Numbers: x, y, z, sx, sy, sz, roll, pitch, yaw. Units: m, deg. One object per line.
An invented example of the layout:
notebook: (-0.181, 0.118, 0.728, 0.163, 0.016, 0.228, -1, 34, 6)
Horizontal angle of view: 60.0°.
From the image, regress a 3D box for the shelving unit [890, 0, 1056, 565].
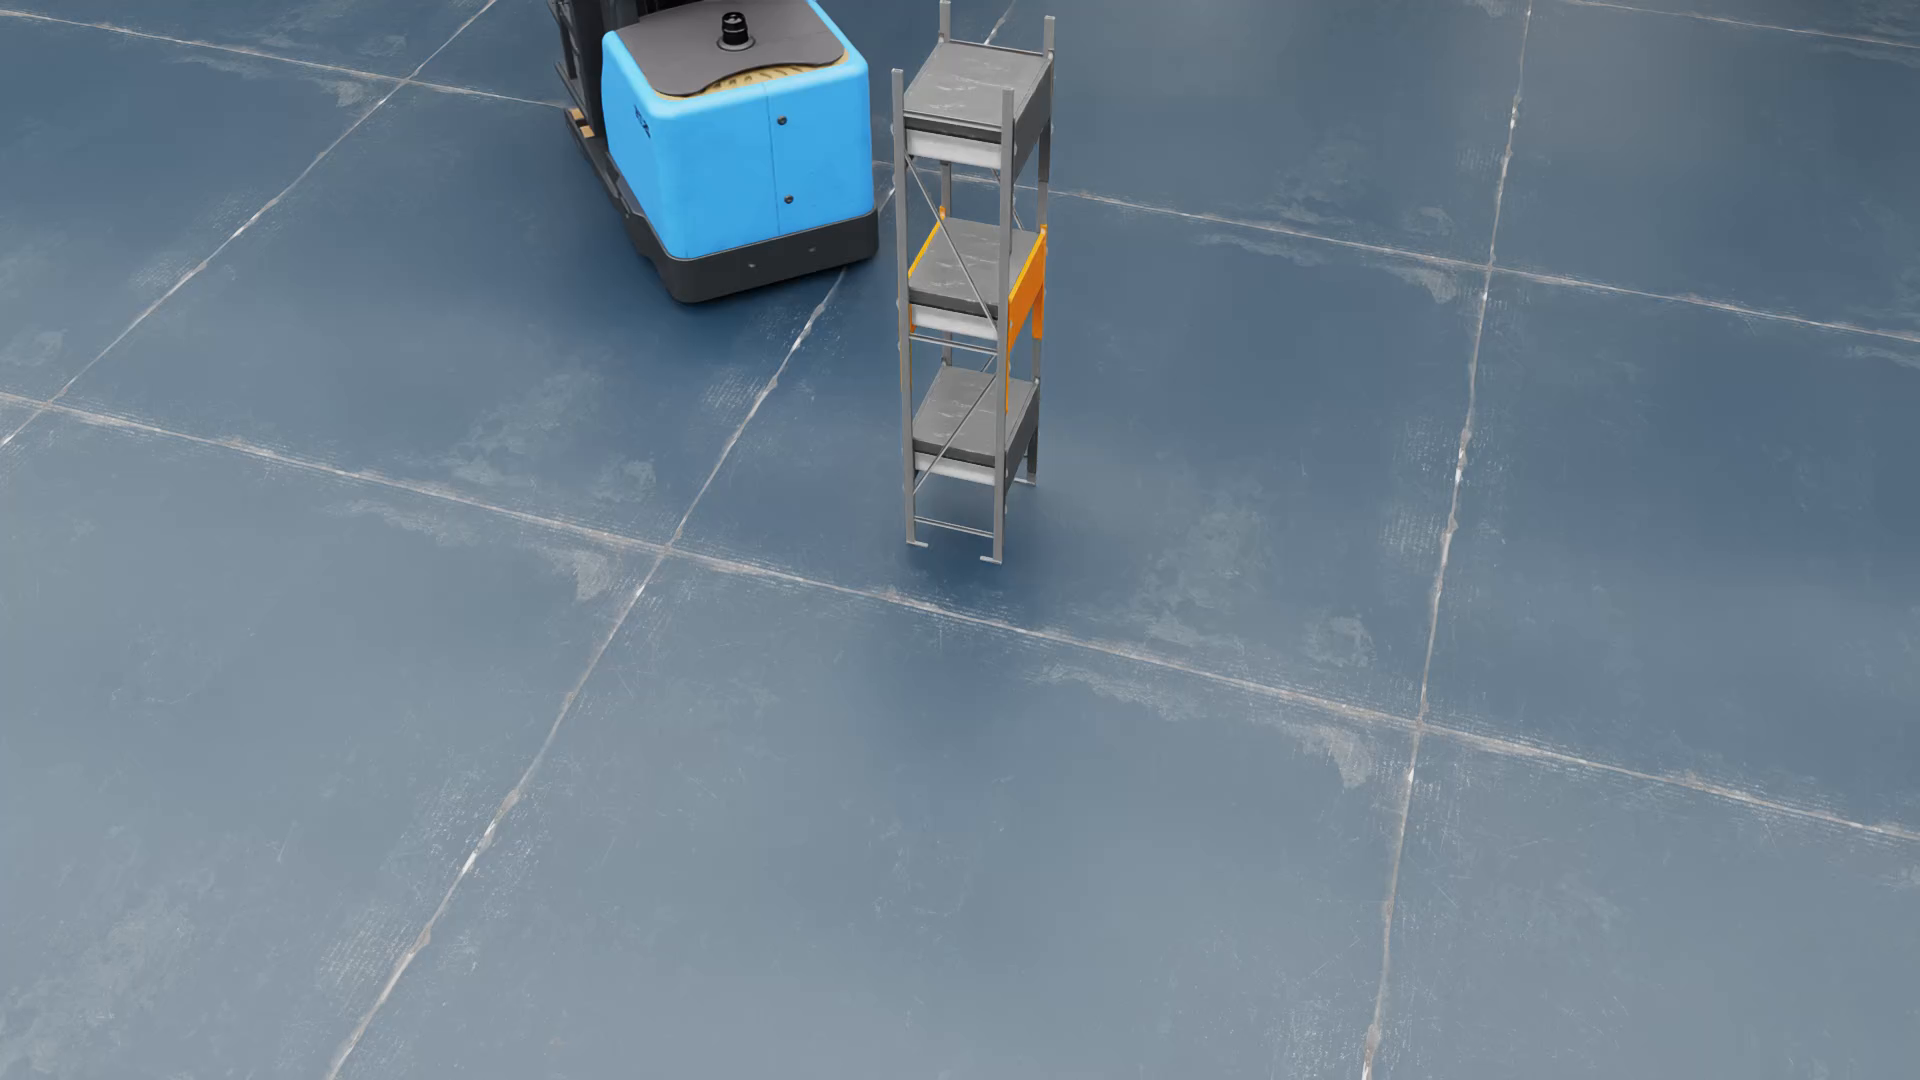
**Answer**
shelving unit: (0.050, -0.861, 6.128, 0.431, 2.100, 0.503, 13, 46, 12)

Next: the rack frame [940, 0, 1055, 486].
rack frame: (0.124, -1.023, 6.295, 0.400, 2.100, 0.015, 13, 46, 12)

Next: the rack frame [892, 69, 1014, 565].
rack frame: (-0.024, -0.698, 5.962, 0.400, 2.100, 0.015, 13, 46, 12)

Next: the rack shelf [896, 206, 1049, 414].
rack shelf: (0.050, -0.851, 6.138, 0.431, 0.518, 0.480, 13, 46, 12)

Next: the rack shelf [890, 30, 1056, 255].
rack shelf: (0.050, -1.351, 5.648, 0.431, 0.518, 0.480, 13, 46, 12)

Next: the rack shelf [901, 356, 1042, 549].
rack shelf: (0.050, -0.351, 6.628, 0.431, 0.518, 0.480, 13, 46, 12)

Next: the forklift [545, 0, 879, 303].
forklift: (-1.470, -3.196, 7.920, 1.130, 2.935, 3.031, -18, 47, -17)
